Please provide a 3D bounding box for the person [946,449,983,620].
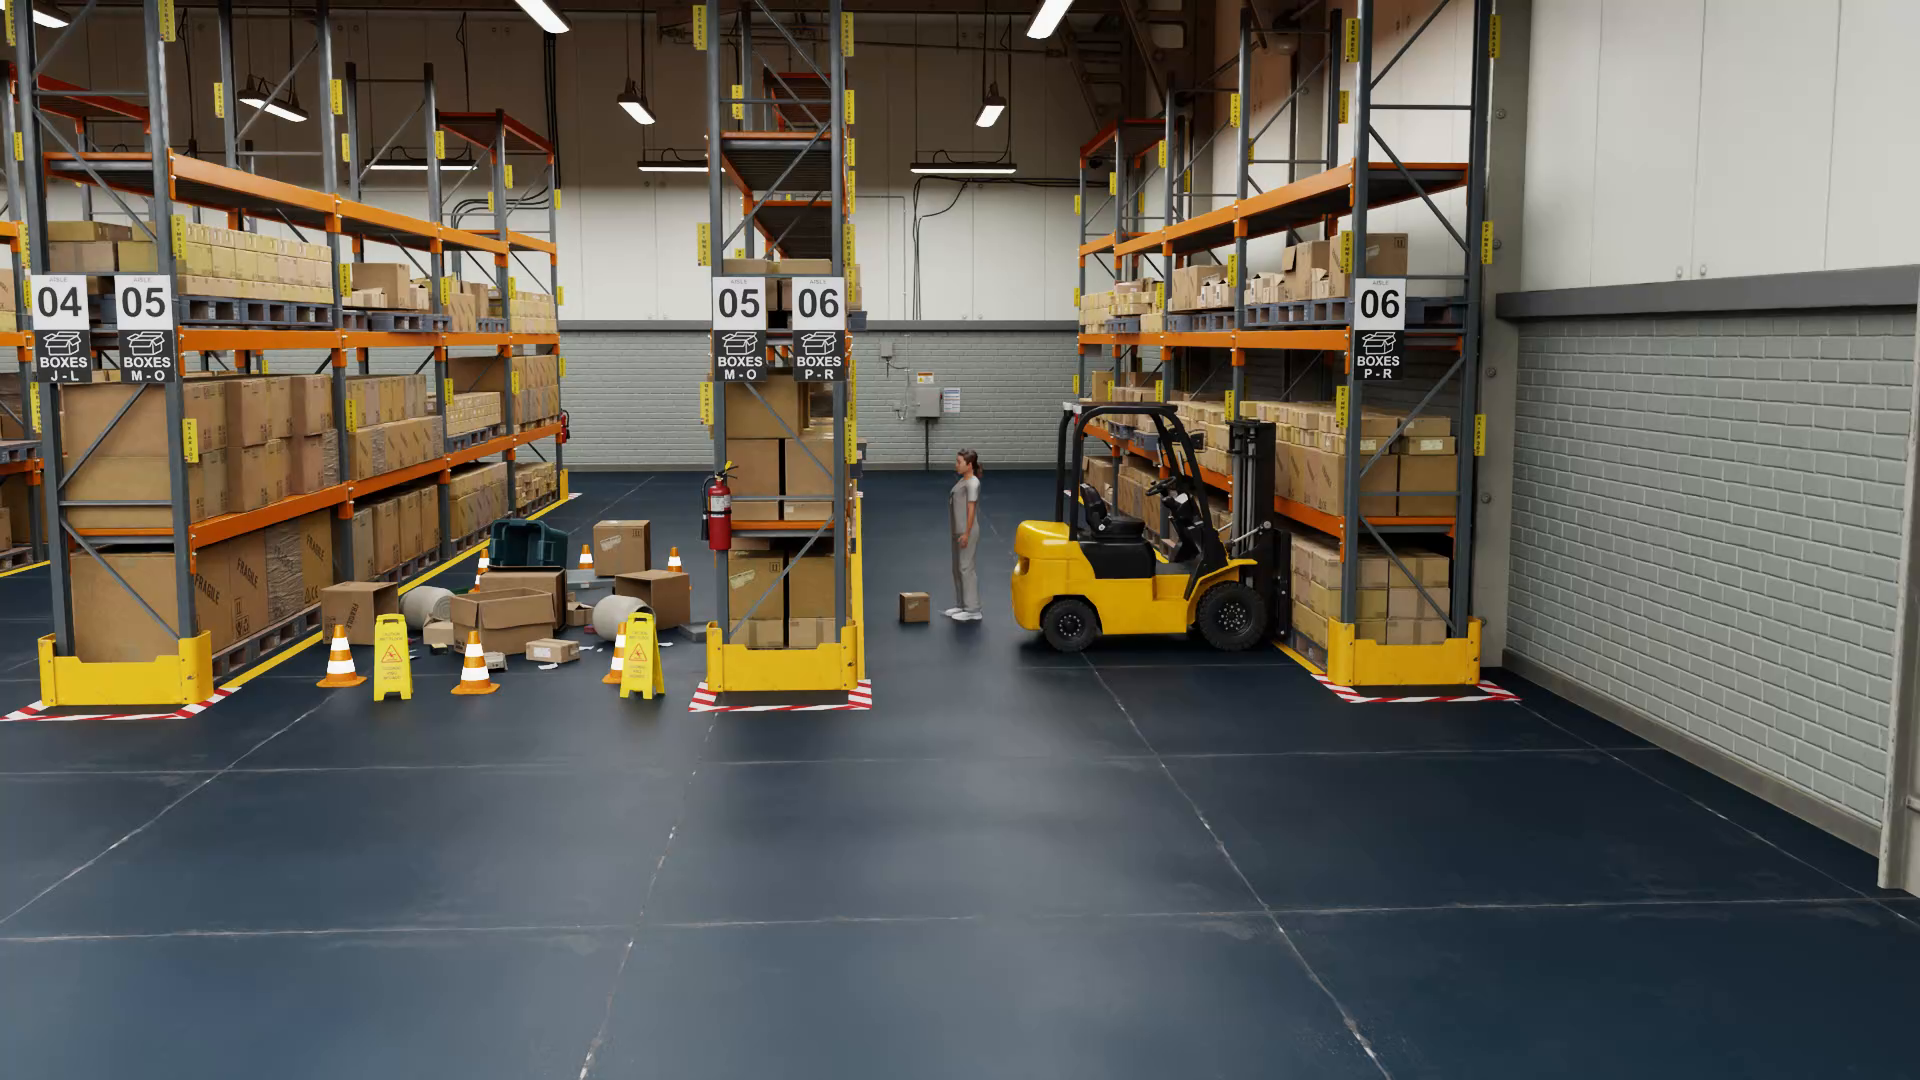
[{"bbox_3d":[0.058,-0.060,16.283,0.346,1.671,0.439,-2,7,-14],"label":"person"}]
